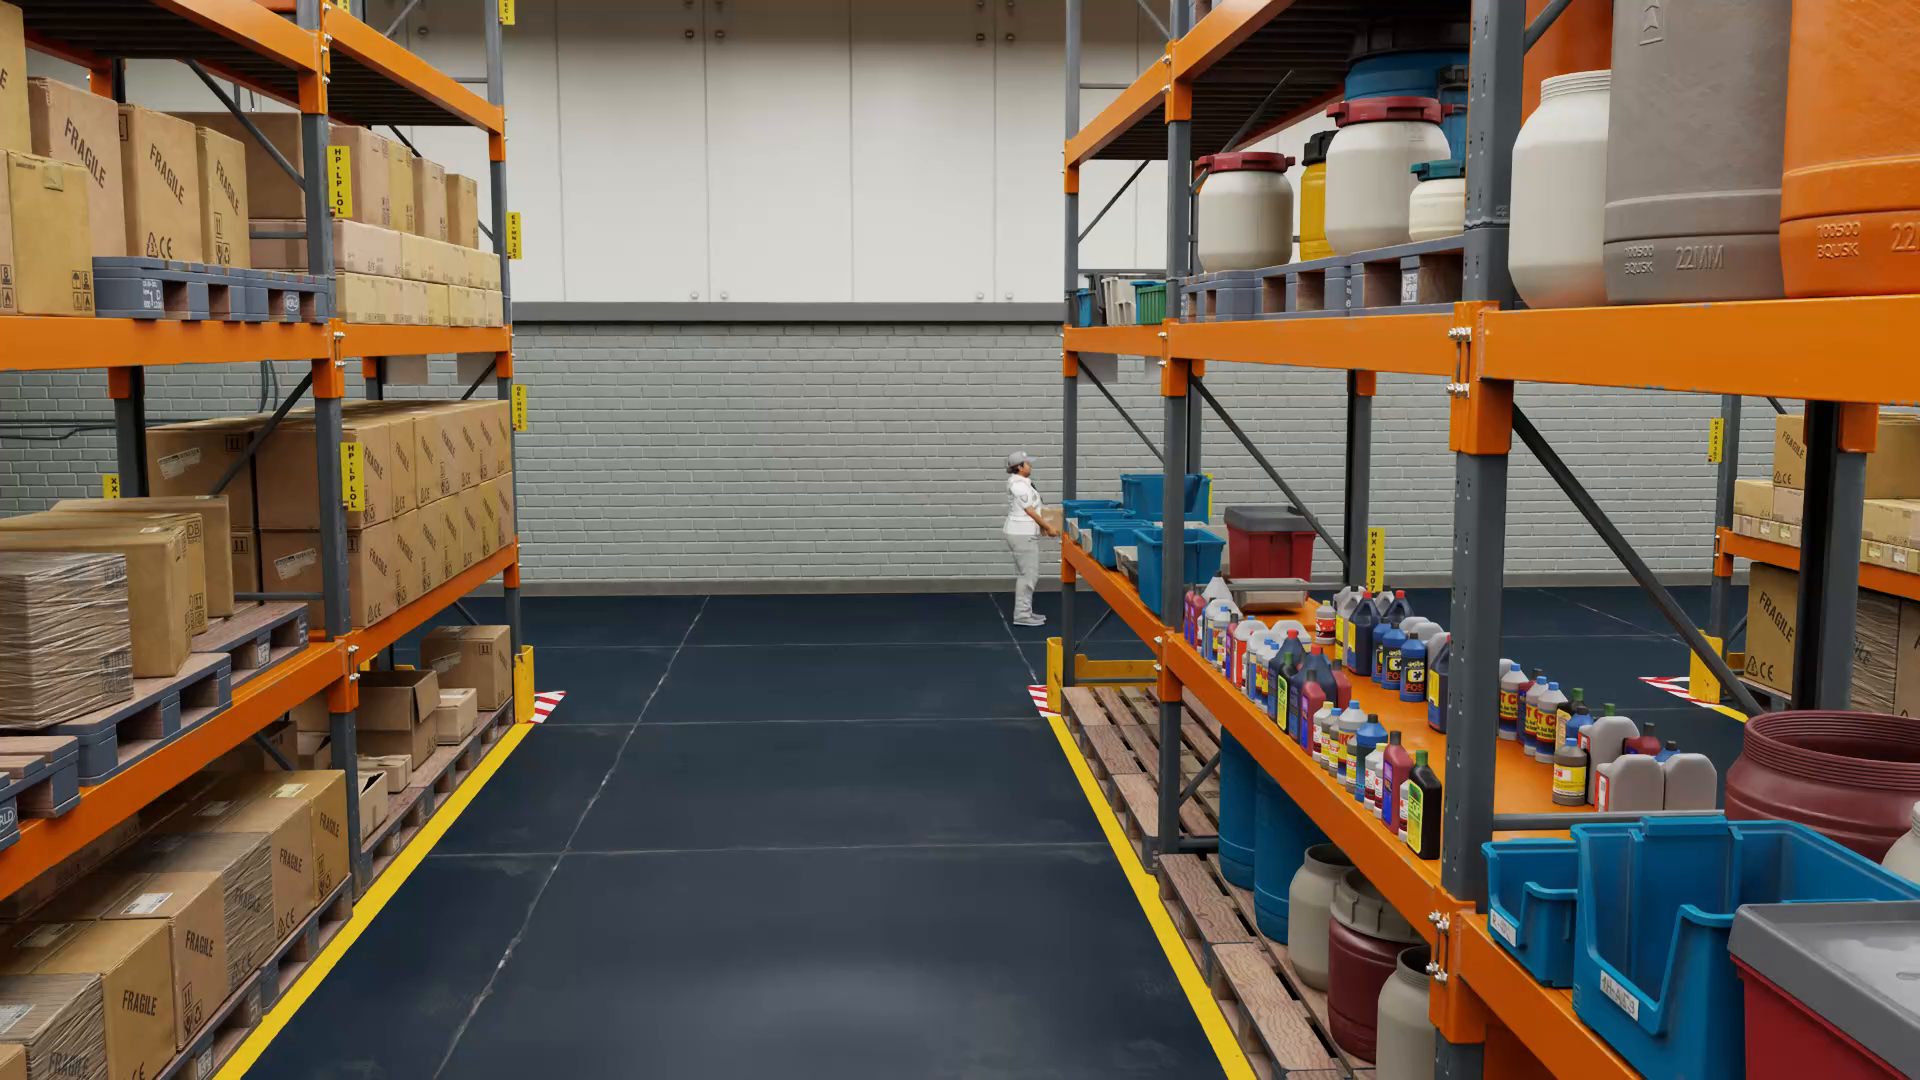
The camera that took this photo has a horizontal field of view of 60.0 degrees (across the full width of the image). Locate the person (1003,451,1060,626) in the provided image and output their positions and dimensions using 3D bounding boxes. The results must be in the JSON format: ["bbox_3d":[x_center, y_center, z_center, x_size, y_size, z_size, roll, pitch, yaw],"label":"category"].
[{"bbox_3d":[0.685,-0.023,15.941,0.535,1.660,0.456,0,7,-2],"label":"person"}]
